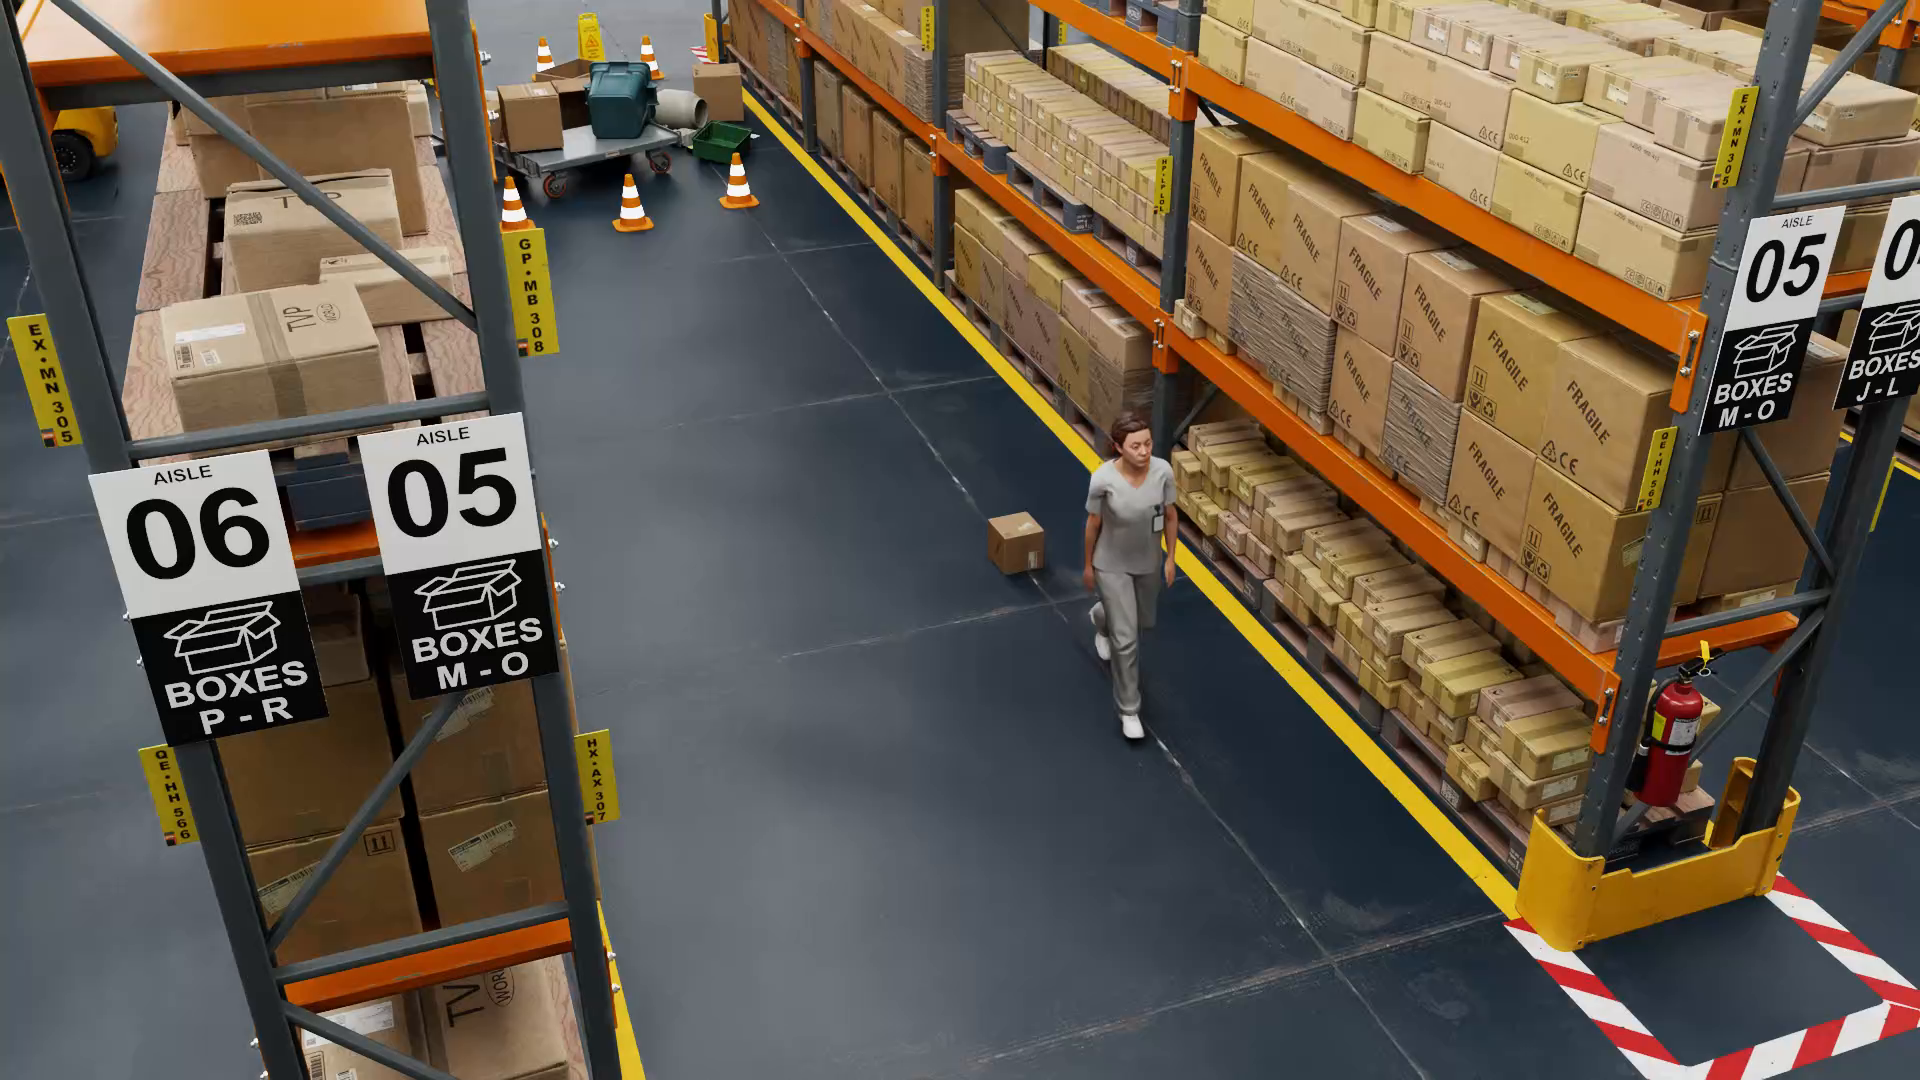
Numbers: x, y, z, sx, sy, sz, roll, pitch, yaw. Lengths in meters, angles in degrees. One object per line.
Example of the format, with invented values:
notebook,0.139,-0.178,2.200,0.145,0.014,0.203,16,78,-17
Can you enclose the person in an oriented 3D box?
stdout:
person,0.815,0.082,8.192,0.456,1.637,0.891,-9,31,-14
